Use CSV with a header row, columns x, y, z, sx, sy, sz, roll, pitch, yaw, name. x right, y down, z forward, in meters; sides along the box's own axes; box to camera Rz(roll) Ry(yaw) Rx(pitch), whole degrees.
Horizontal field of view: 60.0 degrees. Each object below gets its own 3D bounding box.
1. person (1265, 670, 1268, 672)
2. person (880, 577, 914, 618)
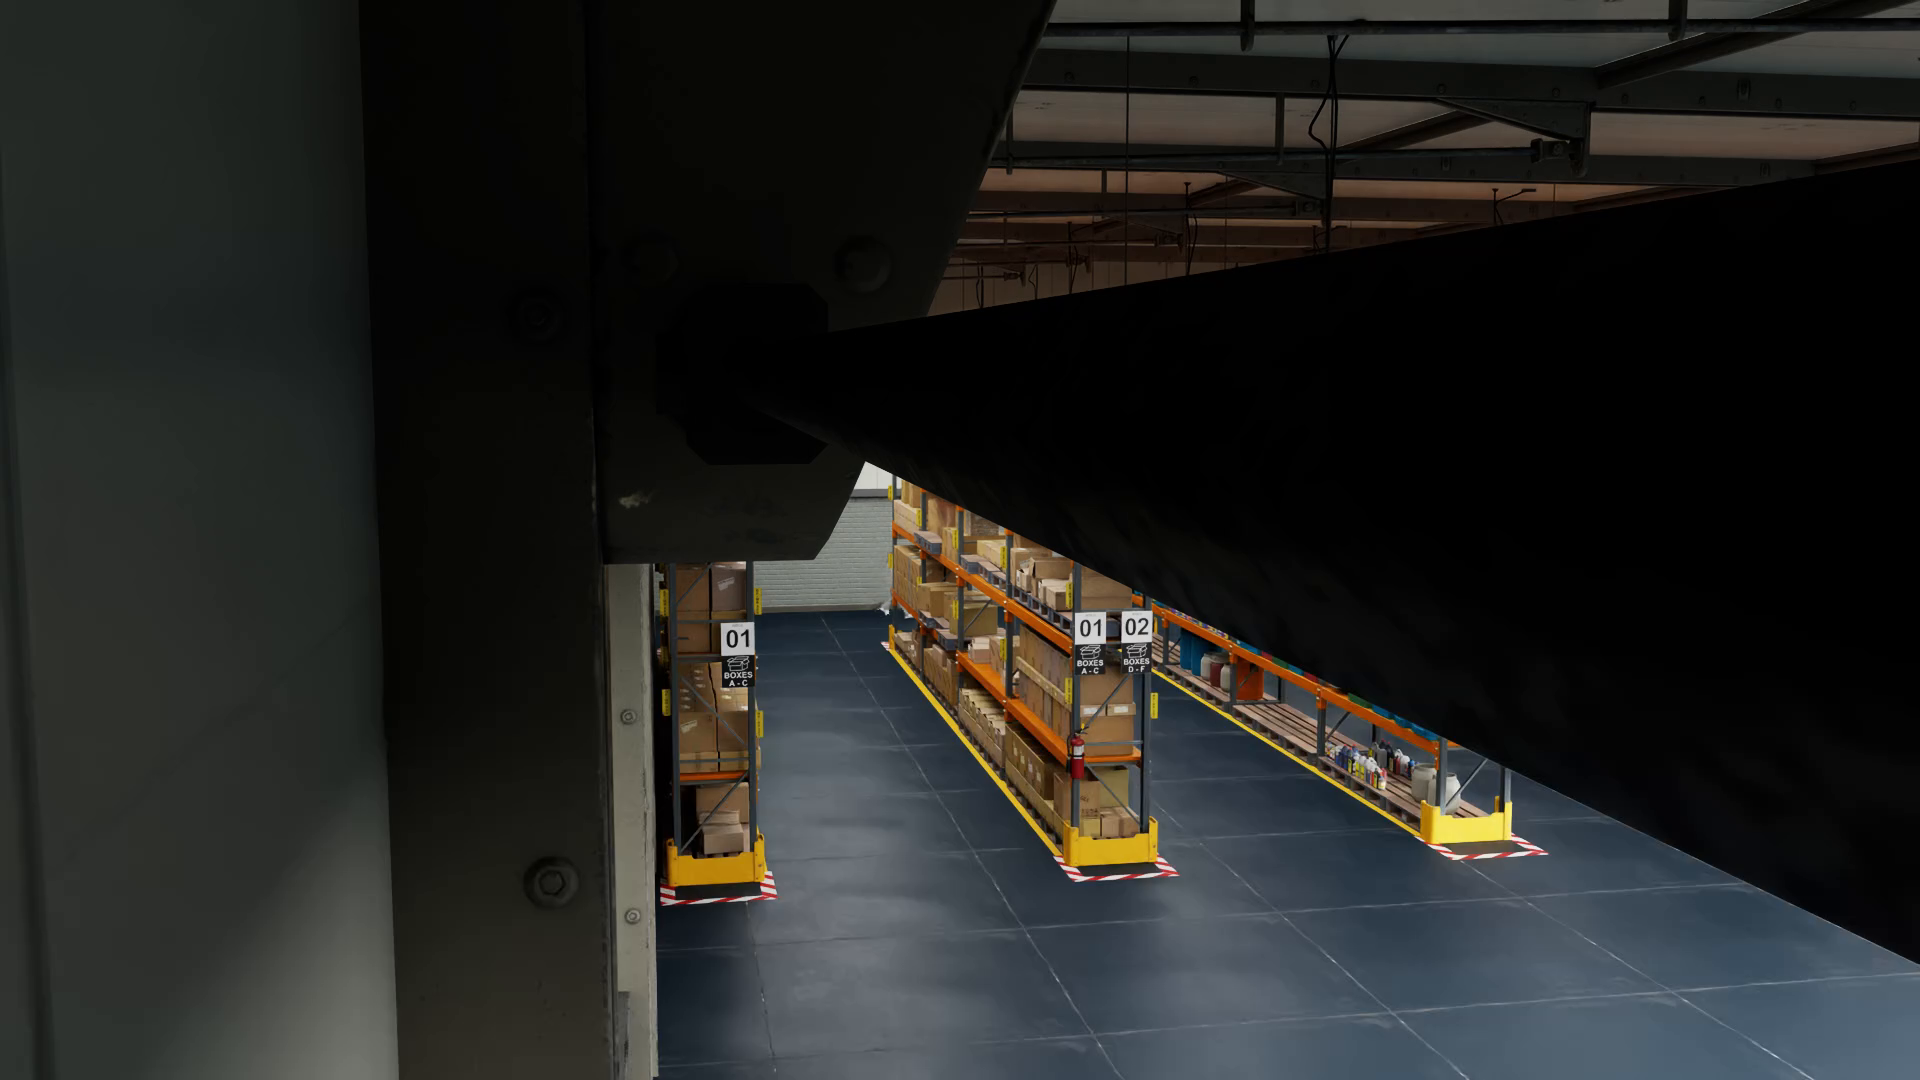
x,y,z,sx,sy,sz,roll,pitch,yaw,name
6.378,1.812,33.996,0.610,1.729,0.619,-4,8,-36,person
-1.521,1.101,40.814,0.934,1.633,0.431,1,6,10,person
